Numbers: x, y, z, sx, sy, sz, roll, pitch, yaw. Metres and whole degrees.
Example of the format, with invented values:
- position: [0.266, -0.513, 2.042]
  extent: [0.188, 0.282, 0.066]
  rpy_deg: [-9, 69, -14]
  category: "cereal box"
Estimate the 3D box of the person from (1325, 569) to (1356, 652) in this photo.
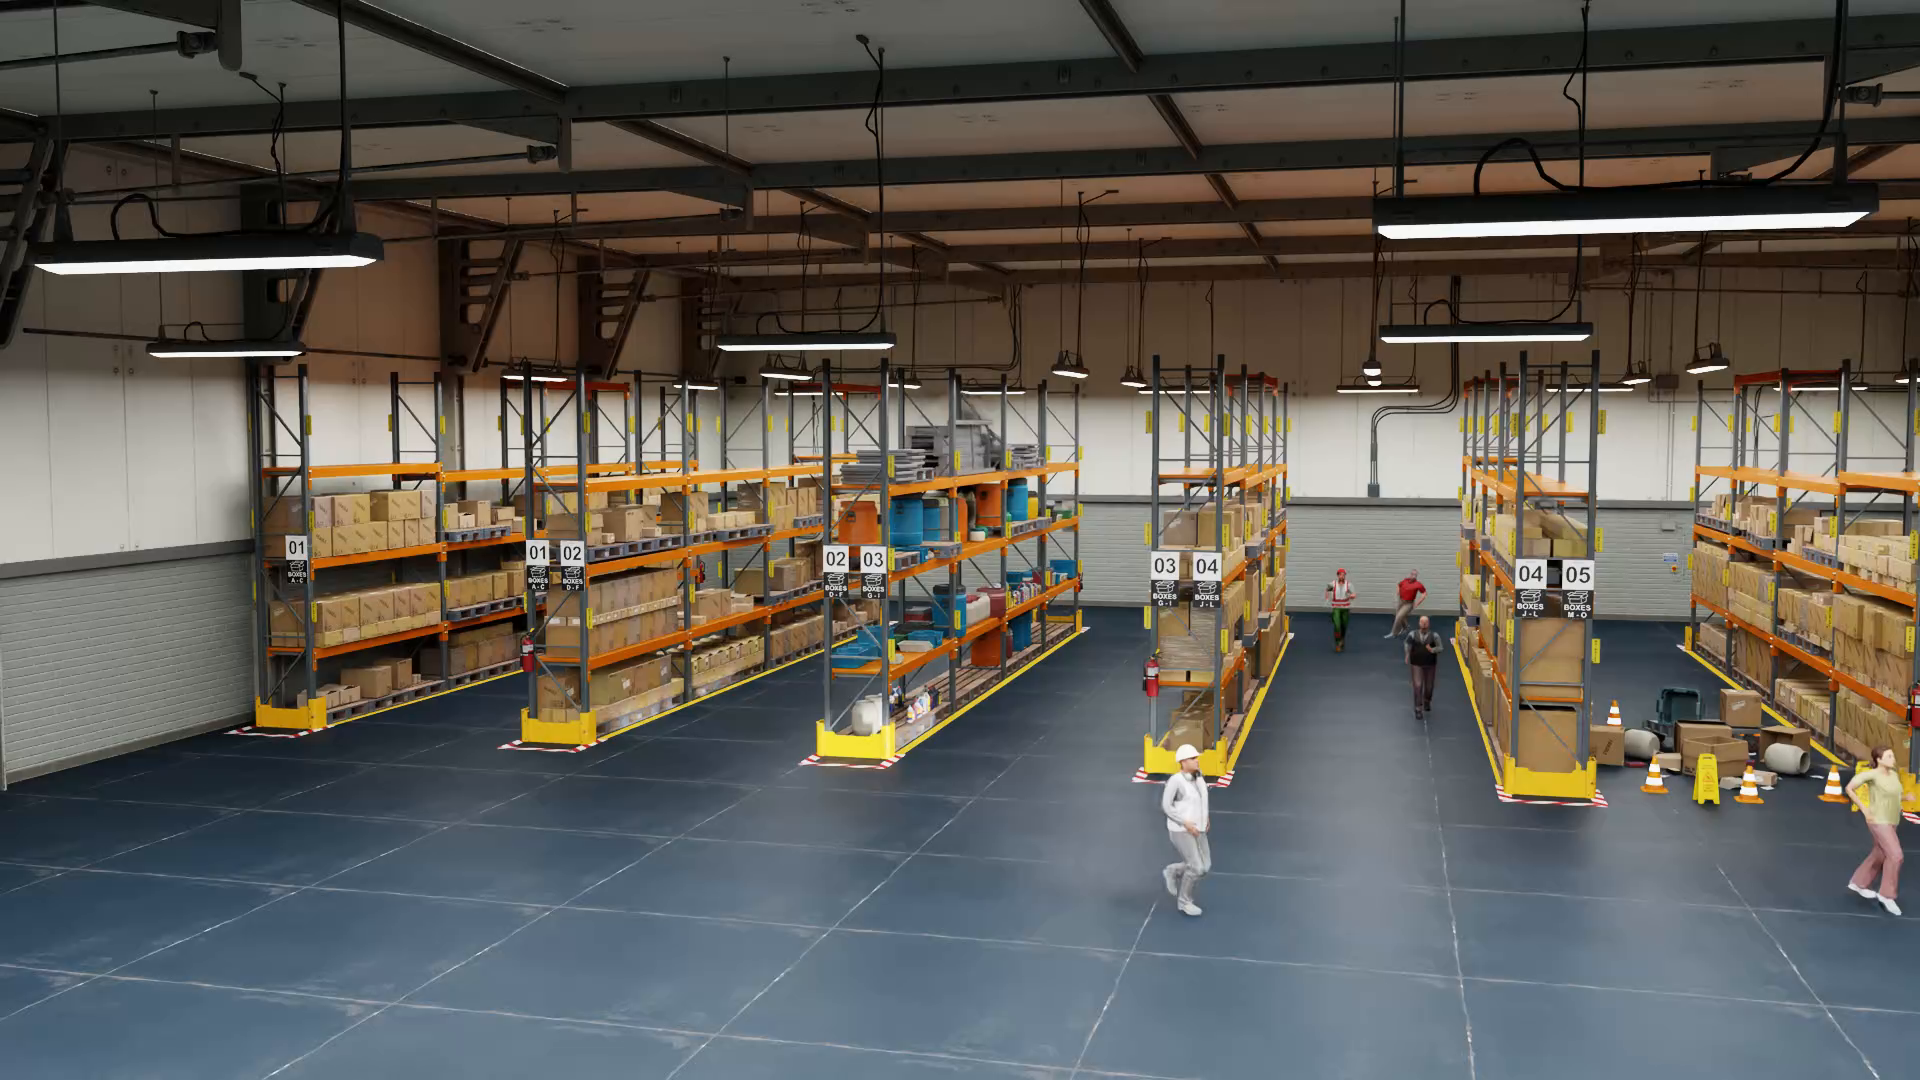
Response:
- position: [8.460, 1.538, 36.957]
  extent: [0.655, 1.814, 0.923]
  rpy_deg: [0, 4, 5]
  category: "person"

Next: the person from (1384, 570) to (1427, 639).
- position: [10.359, 1.497, 38.993]
  extent: [0.850, 1.636, 0.856]
  rpy_deg: [-1, 4, -17]
  category: "person"

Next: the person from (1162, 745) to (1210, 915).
- position: [2.308, 2.958, 17.154]
  extent: [0.600, 1.727, 0.690]
  rpy_deg: [3, 5, 41]
  category: "person"

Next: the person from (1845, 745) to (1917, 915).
- position: [9.559, 2.979, 17.264]
  extent: [0.560, 1.723, 0.684]
  rpy_deg: [-2, 5, -29]
  category: "person"

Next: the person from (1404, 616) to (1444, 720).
- position: [7.929, 2.157, 28.462]
  extent: [0.655, 1.709, 0.964]
  rpy_deg: [1, 4, 14]
  category: "person"
